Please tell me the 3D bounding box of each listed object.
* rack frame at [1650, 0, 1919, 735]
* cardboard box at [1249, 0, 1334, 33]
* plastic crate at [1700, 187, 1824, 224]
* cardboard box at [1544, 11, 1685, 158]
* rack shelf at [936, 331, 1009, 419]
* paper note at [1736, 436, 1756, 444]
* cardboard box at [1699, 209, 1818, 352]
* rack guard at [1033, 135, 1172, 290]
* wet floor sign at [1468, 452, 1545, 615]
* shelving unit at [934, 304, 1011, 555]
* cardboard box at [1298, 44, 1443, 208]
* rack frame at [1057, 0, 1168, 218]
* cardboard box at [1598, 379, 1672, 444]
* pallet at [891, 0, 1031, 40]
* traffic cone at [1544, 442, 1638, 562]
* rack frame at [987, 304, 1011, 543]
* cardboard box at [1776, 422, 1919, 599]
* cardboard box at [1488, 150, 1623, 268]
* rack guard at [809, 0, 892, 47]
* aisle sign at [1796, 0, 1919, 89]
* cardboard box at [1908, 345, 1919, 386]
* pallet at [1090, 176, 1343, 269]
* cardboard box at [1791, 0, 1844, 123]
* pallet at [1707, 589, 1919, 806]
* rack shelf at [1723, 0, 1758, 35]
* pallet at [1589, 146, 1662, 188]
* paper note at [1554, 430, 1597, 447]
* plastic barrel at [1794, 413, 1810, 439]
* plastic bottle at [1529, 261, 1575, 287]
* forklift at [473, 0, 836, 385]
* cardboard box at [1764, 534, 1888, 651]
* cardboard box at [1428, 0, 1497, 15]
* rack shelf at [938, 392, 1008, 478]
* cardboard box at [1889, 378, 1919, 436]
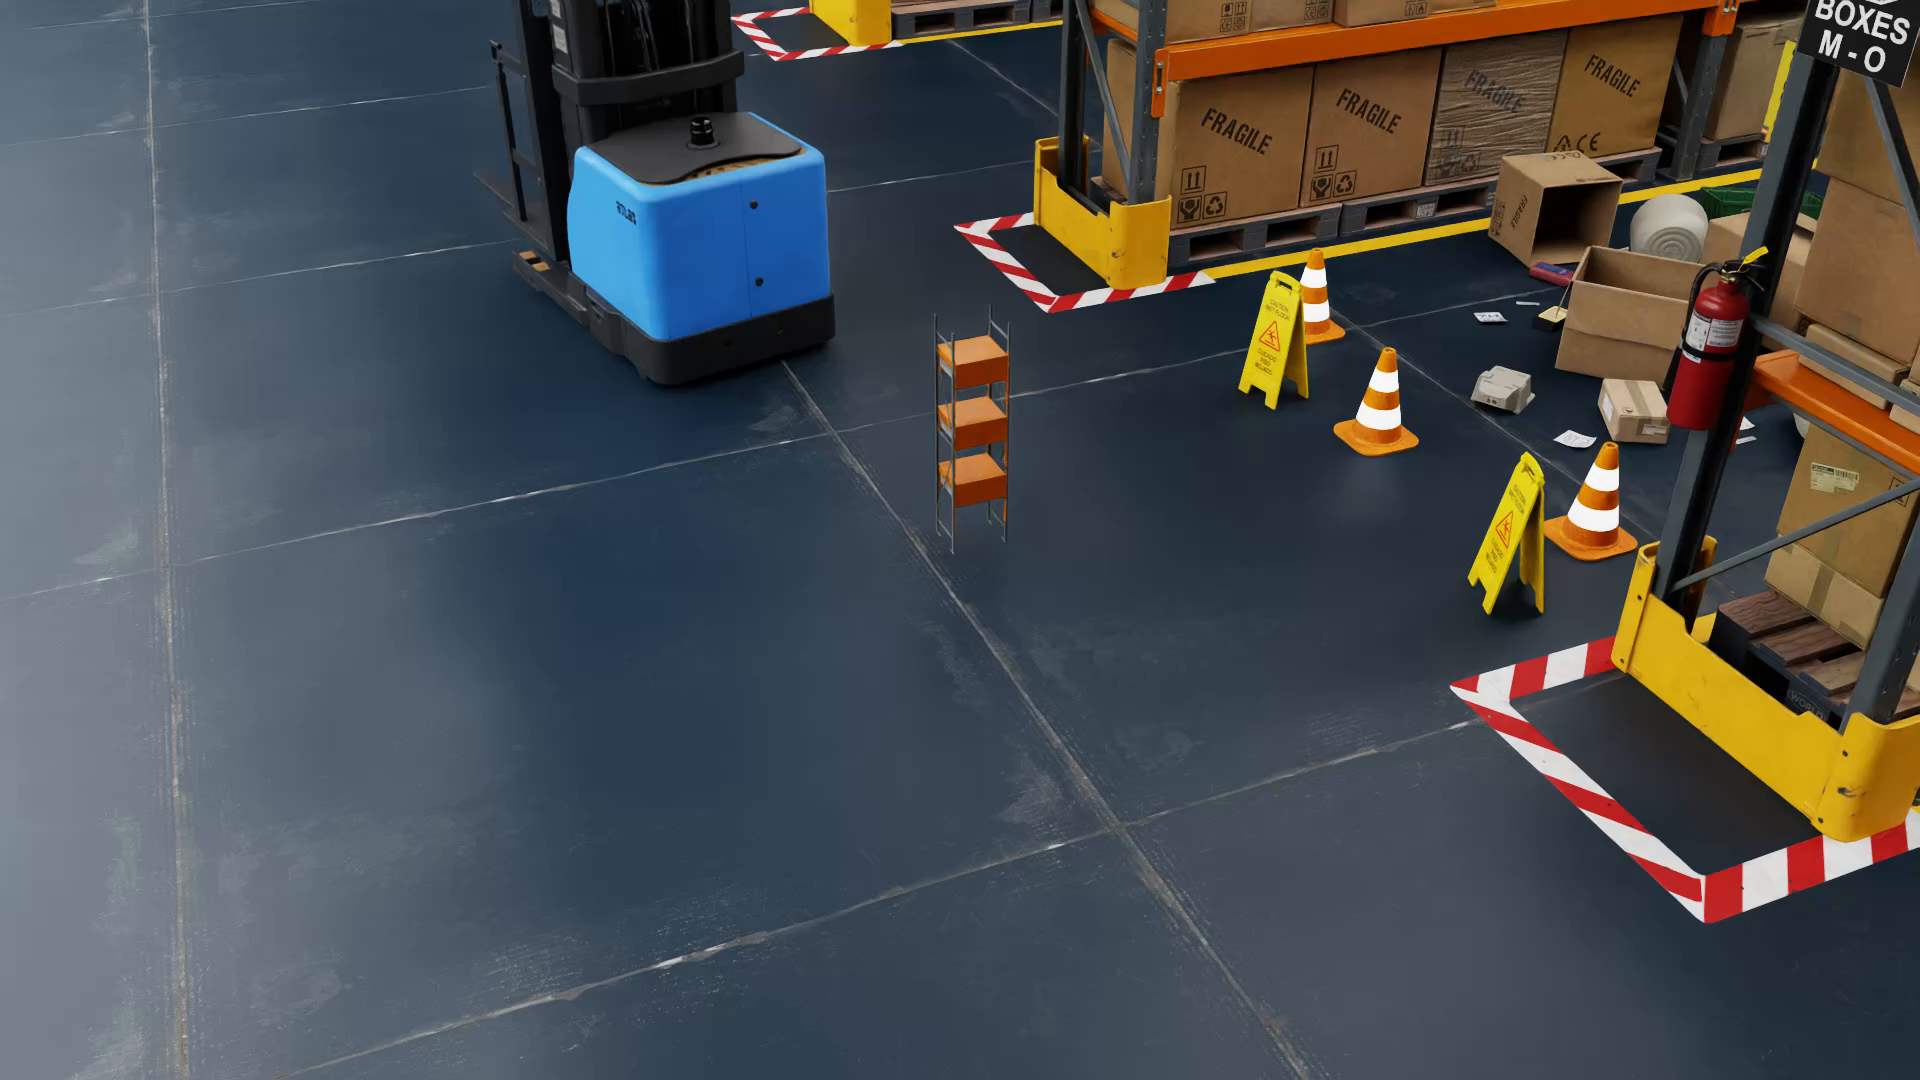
[{"bbox_3d":[2.850,-0.529,5.313,0.127,3.000,1.000,-13,35,-19],"label":"rack frame"},{"bbox_3d":[1.663,-3.288,9.416,0.550,0.550,0.875,-13,35,-19],"label":"cardboard box"},{"bbox_3d":[4.875,-1.992,10.086,0.662,0.188,0.450,4,23,6],"label":"plastic crate"},{"bbox_3d":[3.921,-3.030,10.719,0.875,0.875,0.875,-12,35,-18],"label":"cardboard box"},{"bbox_3d":[0.049,-0.680,6.832,0.240,0.259,0.215,-13,35,-19],"label":"rack shelf"},{"bbox_3d":[3.767,-0.480,7.979,0.123,0.001,0.032,-13,35,-19],"label":"paper note"},{"bbox_3d":[4.348,-1.385,8.793,0.503,0.637,0.797,-13,35,-19],"label":"cardboard box"},{"bbox_3d":[0.818,-1.944,9.780,0.348,0.500,1.175,-13,35,-19],"label":"rack guard"},{"bbox_3d":[2.260,-0.040,6.721,0.232,0.644,0.267,-2,33,-2],"label":"wet floor sign"},{"bbox_3d":[0.049,-0.451,6.981,0.252,1.050,0.215,-13,35,-19],"label":"shelving unit"},{"bbox_3d":[2.250,-2.646,10.129,0.875,0.875,0.875,-13,35,-20],"label":"cardboard box"},{"bbox_3d":[0.840,-2.997,9.106,0.127,3.000,1.000,-13,35,-19],"label":"rack frame"},{"bbox_3d":[3.275,-0.627,8.077,0.250,0.149,0.380,4,33,6],"label":"cardboard box"},{"bbox_3d":[-0.154,-4.514,13.993,1.213,0.211,1.003,-13,35,-19],"label":"pallet"},{"bbox_3d":[2.747,-0.206,7.142,0.334,0.463,0.336,-13,35,-19],"label":"traffic cone"},{"bbox_3d":[0.162,-0.477,7.021,0.008,1.050,0.200,-13,35,-19],"label":"rack frame"},{"bbox_3d":[3.487,-0.167,6.206,0.500,0.500,0.500,-13,35,-19],"label":"cardboard box"},{"bbox_3d":[3.494,-1.951,9.788,0.500,0.500,0.500,-7,34,-11],"label":"cardboard box"},{"bbox_3d":[-0.917,-4.481,13.678,0.348,0.500,1.175,-13,35,-19],"label":"rack guard"},{"bbox_3d":[2.680,-1.752,4.808,0.004,0.787,0.394,-13,35,-19],"label":"aisle sign"},{"bbox_3d":[3.394,-0.656,5.144,0.500,0.500,0.500,-13,35,-20],"label":"cardboard box"},{"bbox_3d":[1.547,-2.036,10.186,1.213,0.211,1.003,-13,35,-19],"label":"pallet"},{"bbox_3d":[5.957,-3.453,11.484,0.750,0.750,1.050,-13,35,-19],"label":"cardboard box"},{"bbox_3d":[3.682,0.470,6.335,1.213,0.211,1.003,-13,35,-19],"label":"pallet"},{"bbox_3d":[6.372,-3.962,11.249,4.000,0.370,1.077,-13,35,-19],"label":"rack shelf"},{"bbox_3d":[3.797,-2.552,10.978,1.213,0.211,1.003,-13,35,-19],"label":"pallet"},{"bbox_3d":[2.951,-0.485,7.968,0.142,0.019,0.148,-27,42,-35],"label":"paper note"},{"bbox_3d":[4.168,-0.647,7.856,0.421,0.421,0.512,10,34,14],"label":"plastic barrel"},{"bbox_3d":[3.419,-1.514,9.521,0.133,0.061,0.283,-27,42,-35],"label":"plastic bottle"},{"bbox_3d":[-1.905,-2.762,8.808,1.130,2.935,3.031,-21,38,-28],"label":"forklift"},{"bbox_3d":[3.513,0.136,6.427,0.500,0.250,0.500,-13,35,-19],"label":"cardboard box"},{"bbox_3d":[2.701,-3.476,9.704,0.500,0.550,0.875,-13,35,-19],"label":"cardboard box"},{"bbox_3d":[0.049,-0.442,6.987,0.240,0.259,0.215,-13,35,-19],"label":"rack shelf"},{"bbox_3d":[3.243,-0.392,5.332,0.250,0.149,0.380,-13,35,-19],"label":"cardboard box"}]
